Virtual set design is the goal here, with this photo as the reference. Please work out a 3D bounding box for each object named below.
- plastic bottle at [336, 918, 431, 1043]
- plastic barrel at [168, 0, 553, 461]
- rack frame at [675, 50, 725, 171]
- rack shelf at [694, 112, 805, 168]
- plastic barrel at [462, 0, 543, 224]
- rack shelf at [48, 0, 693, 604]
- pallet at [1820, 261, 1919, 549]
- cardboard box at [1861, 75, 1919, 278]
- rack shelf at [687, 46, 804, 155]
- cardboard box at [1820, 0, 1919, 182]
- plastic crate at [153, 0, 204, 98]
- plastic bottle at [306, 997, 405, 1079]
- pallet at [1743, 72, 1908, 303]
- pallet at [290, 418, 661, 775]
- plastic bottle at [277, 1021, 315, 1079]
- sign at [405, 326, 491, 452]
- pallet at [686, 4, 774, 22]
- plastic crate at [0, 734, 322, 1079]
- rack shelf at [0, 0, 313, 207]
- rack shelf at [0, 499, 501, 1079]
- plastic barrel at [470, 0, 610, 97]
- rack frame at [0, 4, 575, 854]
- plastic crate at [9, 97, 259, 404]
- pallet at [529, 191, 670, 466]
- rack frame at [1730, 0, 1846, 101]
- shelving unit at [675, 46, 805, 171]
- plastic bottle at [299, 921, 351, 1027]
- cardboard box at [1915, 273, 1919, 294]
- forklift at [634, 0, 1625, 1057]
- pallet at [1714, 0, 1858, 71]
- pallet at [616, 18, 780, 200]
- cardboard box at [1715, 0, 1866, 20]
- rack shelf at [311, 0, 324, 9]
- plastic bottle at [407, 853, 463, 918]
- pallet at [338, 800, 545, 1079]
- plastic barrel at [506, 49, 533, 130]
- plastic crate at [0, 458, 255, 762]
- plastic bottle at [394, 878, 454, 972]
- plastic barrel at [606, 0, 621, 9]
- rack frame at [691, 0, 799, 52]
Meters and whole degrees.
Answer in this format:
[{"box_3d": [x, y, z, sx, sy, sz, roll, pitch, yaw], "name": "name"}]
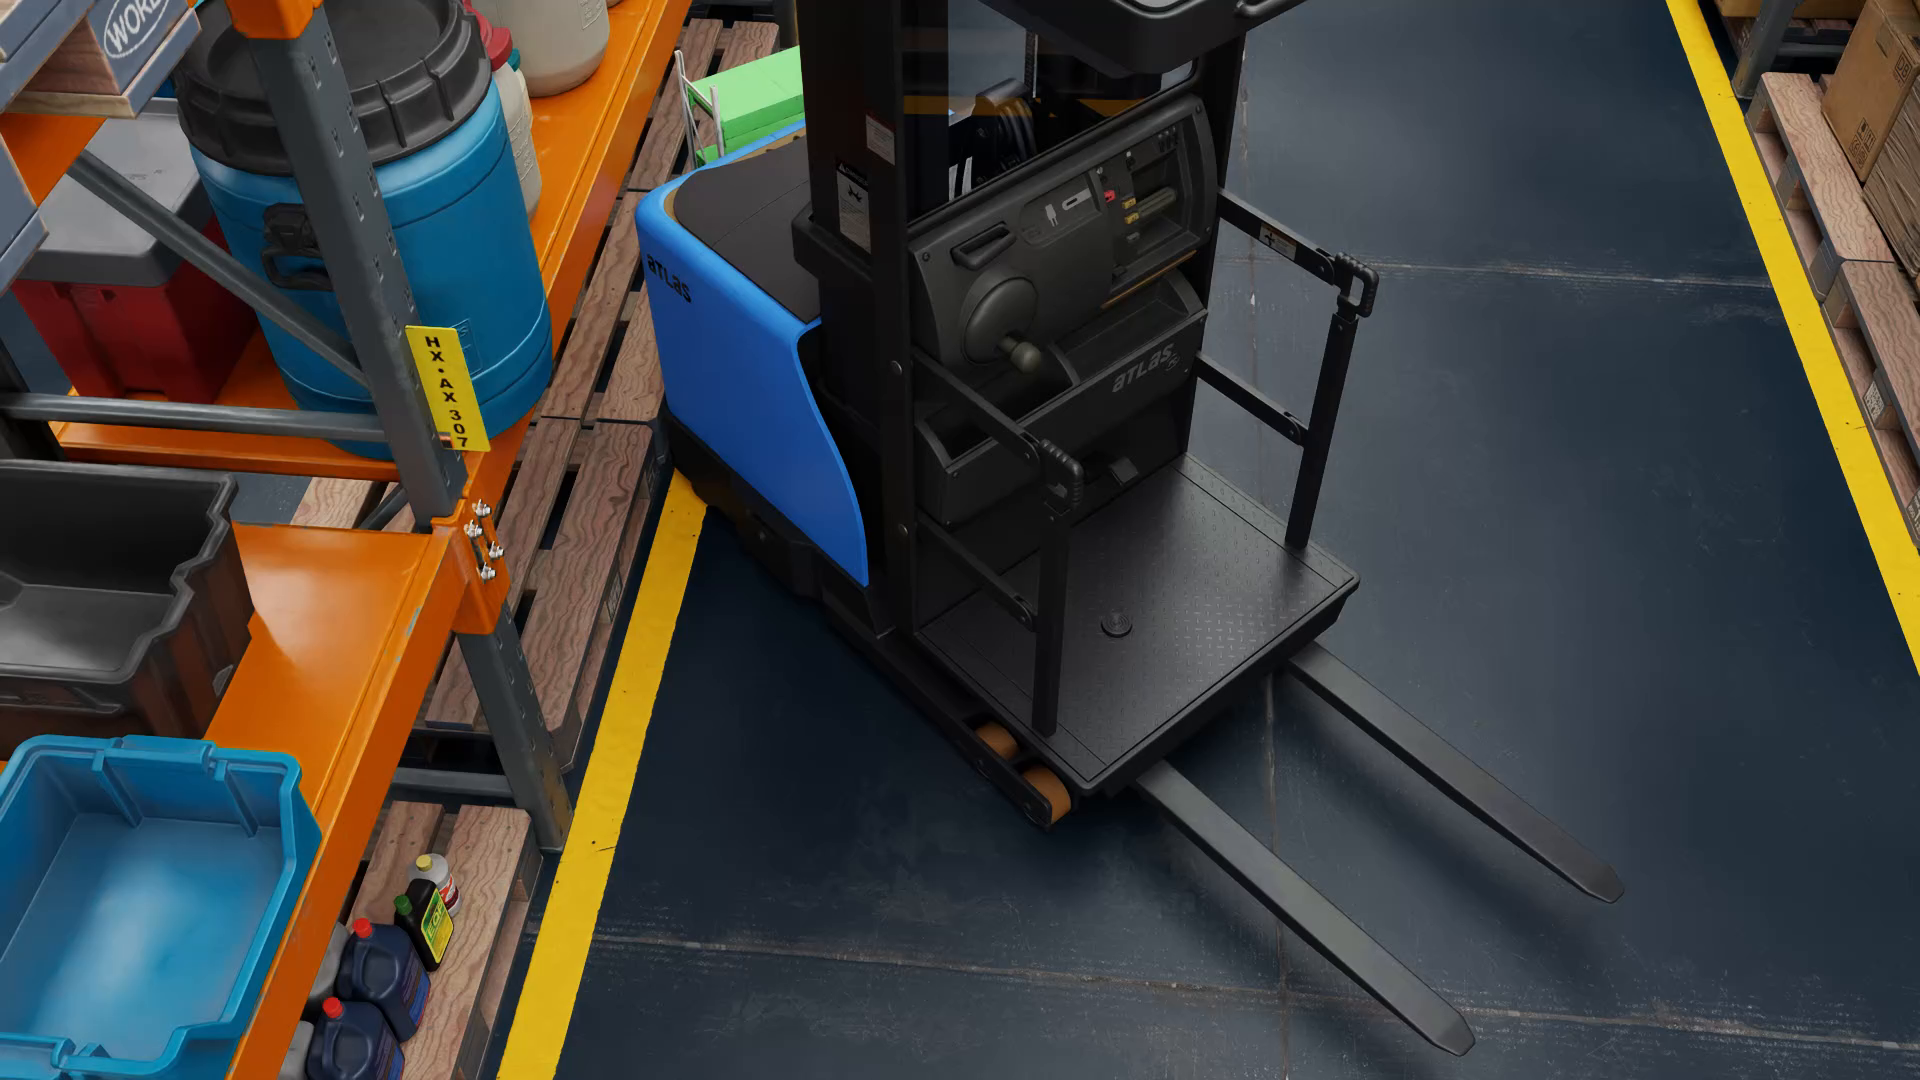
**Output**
[{"box_3d": [-1.332, 0.990, 3.808, 0.144, 0.351, 0.185, 3, 48, 2], "name": "plastic bottle"}, {"box_3d": [-1.224, -0.681, 3.500, 0.600, 0.901, 0.708, 4, 48, 4], "name": "plastic barrel"}, {"box_3d": [-0.778, -0.980, 5.333, 0.015, 1.200, 0.240, -26, 53, -22], "name": "rack frame"}, {"box_3d": [-0.576, -1.200, 5.295, 0.480, 0.148, 0.258, -26, 53, -22], "name": "rack shelf"}, {"box_3d": [-1.255, -0.982, 4.023, 0.433, 0.535, 0.433, 0, 48, 0], "name": "plastic barrel"}, {"box_3d": [-1.378, -1.475, 5.054, 1.077, 0.370, 4.000, 4, 48, 4], "name": "rack shelf"}, {"box_3d": [3.550, -0.445, 5.514, 1.003, 0.211, 1.213, 4, 48, 4], "name": "pallet"}, {"box_3d": [3.657, -1.257, 5.763, 0.700, 0.500, 0.500, 0, 48, 0], "name": "cardboard box"}, {"box_3d": [-0.576, -1.362, 5.118, 0.480, 0.148, 0.258, -26, 53, -22], "name": "rack shelf"}, {"box_3d": [3.695, -1.665, 6.136, 0.700, 0.500, 0.500, 2, 48, 1], "name": "cardboard box"}, {"box_3d": [-1.770, -1.074, 4.210, 0.392, 0.384, 0.575, 4, 48, 4], "name": "plastic crate"}, {"box_3d": [-1.350, 1.131, 3.679, 0.144, 0.351, 0.185, 2, 48, 2], "name": "plastic bottle"}, {"box_3d": [3.664, -1.339, 6.331, 1.003, 0.211, 1.213, 4, 48, 4], "name": "pallet"}, {"box_3d": [-1.528, 0.114, 5.003, 1.003, 0.211, 1.213, 4, 48, 4], "name": "pallet"}, {"box_3d": [-1.500, 1.165, 3.699, 0.152, 0.276, 0.135, 4, 48, 4], "name": "plastic bottle"}, {"box_3d": [-1.014, -0.296, 3.301, 0.100, 0.325, 0.005, 4, 48, 4], "name": "sign"}, {"box_3d": [-1.166, -2.828, 7.694, 1.003, 0.211, 1.213, 4, 48, 4], "name": "pallet"}, {"box_3d": [-1.391, 0.634, 2.738, 0.499, 0.251, 0.616, 4, 48, 4], "name": "plastic crate"}, {"box_3d": [-1.743, 0.452, 1.258, 1.077, 0.370, 4.000, 4, 48, 4], "name": "rack shelf"}, {"box_3d": [-1.743, 1.465, 2.365, 1.077, 0.370, 4.000, 4, 48, 4], "name": "rack shelf"}, {"box_3d": [-1.188, -1.521, 4.516, 0.433, 0.535, 0.433, 0, 48, 0], "name": "plastic barrel"}, {"box_3d": [-1.561, -0.248, 3.444, 1.000, 3.000, 0.127, 4, 48, 4], "name": "rack frame"}, {"box_3d": [-1.821, -0.646, 3.765, 0.402, 0.464, 0.583, 4, 48, 4], "name": "plastic crate"}, {"box_3d": [-1.419, -0.785, 5.825, 1.003, 0.211, 1.213, 4, 48, 4], "name": "pallet"}, {"box_3d": [3.736, -2.854, 5.828, 1.000, 3.000, 0.127, 4, 48, 4], "name": "rack frame"}, {"box_3d": [-0.576, -1.081, 5.425, 0.503, 1.200, 0.258, -26, 53, -22], "name": "shelving unit"}, {"box_3d": [-1.476, 0.981, 3.817, 0.144, 0.351, 0.185, 4, 48, 4], "name": "plastic bottle"}, {"box_3d": [3.612, -0.840, 5.381, 0.700, 0.500, 0.500, 7, 48, 7], "name": "cardboard box"}, {"box_3d": [0.413, -0.642, 3.851, 1.130, 2.935, 3.031, -33, 56, -26], "name": "forklift"}, {"box_3d": [3.883, -2.487, 7.382, 1.003, 0.211, 1.213, 4, 48, 4], "name": "pallet"}, {"box_3d": [-1.305, -1.679, 6.643, 1.003, 0.211, 1.213, 4, 48, 4], "name": "pallet"}, {"box_3d": [3.820, -2.784, 6.919, 1.225, 0.875, 0.875, 2, 48, 2], "name": "cardboard box"}, {"box_3d": [-1.378, -2.487, 3.947, 1.077, 0.370, 4.000, 4, 48, 4], "name": "rack shelf"}, {"box_3d": [-1.283, 0.836, 4.051, 0.097, 0.201, 0.097, 0, 48, 0], "name": "plastic bottle"}, {"box_3d": [-1.663, 1.184, 4.024, 1.003, 0.211, 1.213, 4, 48, 4], "name": "pallet"}, {"box_3d": [-1.287, -1.163, 4.375, 0.301, 0.262, 0.301, 0, 48, 0], "name": "plastic barrel"}, {"box_3d": [-1.735, 0.149, 3.123, 0.767, 0.338, 0.504, 4, 48, 4], "name": "plastic crate"}, {"box_3d": [-1.276, 0.896, 3.940, 0.061, 0.283, 0.133, 6, 48, 5], "name": "plastic bottle"}, {"box_3d": [-1.149, -1.839, 4.807, 0.433, 0.535, 0.433, 0, 48, 0], "name": "plastic barrel"}, {"box_3d": [-1.196, -3.187, 6.132, 1.000, 3.000, 0.127, 4, 48, 4], "name": "rack frame"}]
